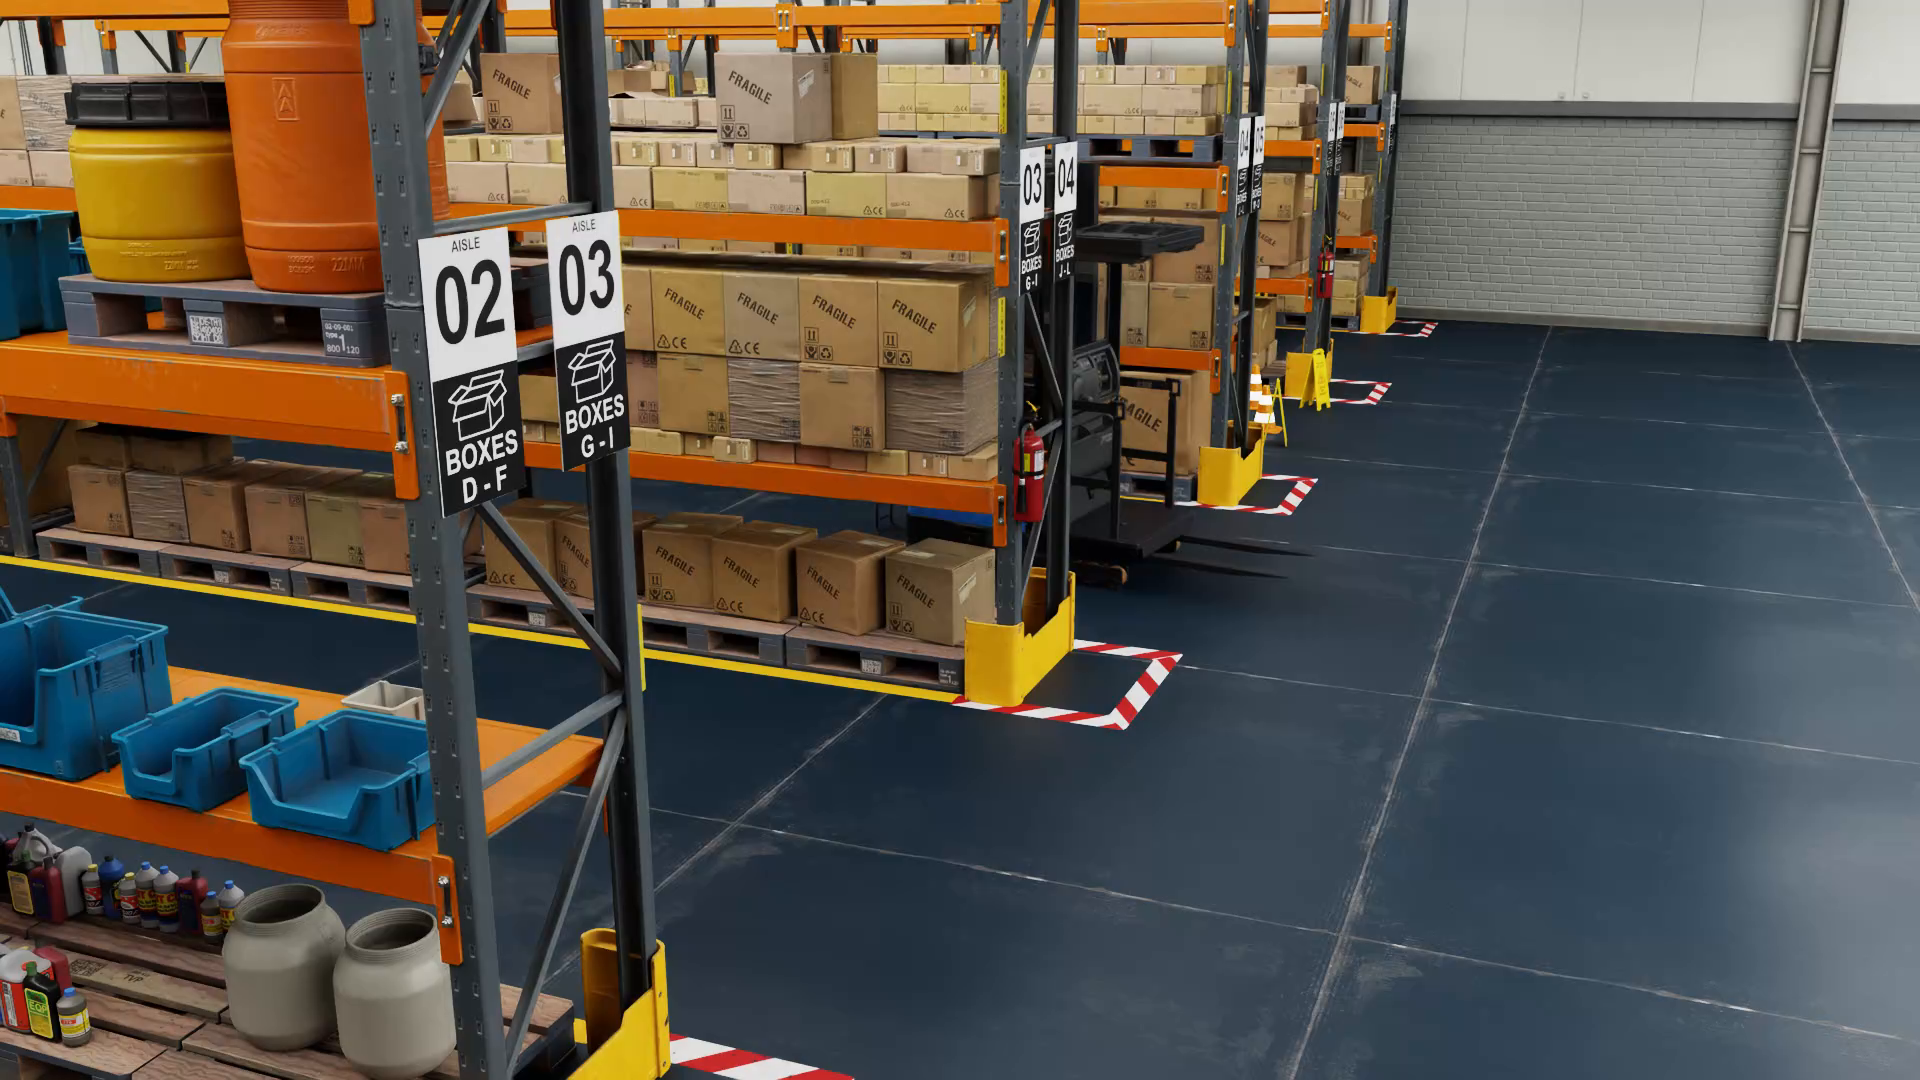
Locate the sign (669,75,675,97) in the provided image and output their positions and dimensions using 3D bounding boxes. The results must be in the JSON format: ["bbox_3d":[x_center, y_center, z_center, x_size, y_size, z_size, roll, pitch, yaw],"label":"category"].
[{"bbox_3d":[-3.564,-5.585,20.582,0.005,0.325,0.100,6,17,21],"label":"sign"}]

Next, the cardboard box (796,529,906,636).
[{"bbox_3d":[-0.690,0.265,10.609,0.500,0.500,0.500,12,20,35],"label":"cardboard box"}]

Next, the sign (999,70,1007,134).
[{"bbox_3d":[0.231,-2.337,8.874,0.005,0.325,0.100,6,17,21],"label":"sign"}]

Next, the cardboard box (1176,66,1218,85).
[{"bbox_3d":[1.929,-3.788,13.549,0.250,0.149,0.380,6,17,21],"label":"cardboard box"}]

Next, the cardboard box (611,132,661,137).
[{"bbox_3d":[-2.113,-2.548,10.743,0.250,0.149,0.380,6,17,19],"label":"cardboard box"}]

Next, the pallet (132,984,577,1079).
[{"bbox_3d":[-2.206,1.931,6.144,1.213,0.211,1.003,6,17,21],"label":"pallet"}]

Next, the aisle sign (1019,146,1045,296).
[{"bbox_3d":[0.401,-1.777,9.252,0.004,0.787,0.394,6,17,21],"label":"aisle sign"}]

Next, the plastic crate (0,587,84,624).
[{"bbox_3d":[-3.956,0.377,6.762,0.616,0.251,0.499,6,17,21],"label":"plastic crate"}]

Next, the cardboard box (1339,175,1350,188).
[{"bbox_3d":[5.256,-4.972,23.045,0.250,0.149,0.380,6,17,21],"label":"cardboard box"}]

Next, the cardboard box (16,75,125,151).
[{"bbox_3d":[-6.175,-2.992,11.644,0.500,0.500,0.500,6,17,21],"label":"cardboard box"}]

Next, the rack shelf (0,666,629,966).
[{"bbox_3d":[-3.225,0.813,6.285,4.000,0.370,1.077,6,17,21],"label":"rack shelf"}]

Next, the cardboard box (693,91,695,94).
[{"bbox_3d":[-4.173,-7.030,26.148,0.250,0.149,0.380,6,17,20],"label":"cardboard box"}]

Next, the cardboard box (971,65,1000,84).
[{"bbox_3d":[0.275,-3.970,14.175,0.250,0.149,0.380,6,17,20],"label":"cardboard box"}]

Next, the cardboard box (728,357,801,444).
[{"bbox_3d":[-1.007,-0.949,10.351,0.500,0.500,0.875,6,17,21],"label":"cardboard box"}]

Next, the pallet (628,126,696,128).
[{"bbox_3d":[-3.971,-5.403,21.364,1.003,0.211,1.213,7,18,23],"label":"pallet"}]

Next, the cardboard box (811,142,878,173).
[{"bbox_3d":[-0.656,-2.196,9.533,0.250,0.149,0.380,6,17,21],"label":"cardboard box"}]

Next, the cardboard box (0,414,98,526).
[{"bbox_3d":[-7.623,-0.688,13.223,0.875,0.875,1.225,5,17,18],"label":"cardboard box"}]

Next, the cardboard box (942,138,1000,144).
[{"bbox_3d":[0.076,-2.313,9.933,0.250,0.149,0.380,7,17,22],"label":"cardboard box"}]

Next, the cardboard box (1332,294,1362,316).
[{"bbox_3d":[5.354,-3.318,23.401,0.500,0.250,0.500,6,17,21],"label":"cardboard box"}]

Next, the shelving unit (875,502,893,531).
[{"bbox_3d":[-0.405,-0.646,13.247,0.503,1.200,0.258,9,19,29],"label":"shelving unit"}]

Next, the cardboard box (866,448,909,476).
[{"bbox_3d":[-0.371,-0.506,9.986,0.250,0.149,0.380,6,17,21],"label":"cardboard box"}]

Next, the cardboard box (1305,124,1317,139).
[{"bbox_3d":[3.900,-4.621,18.781,0.250,0.149,0.380,6,17,21],"label":"cardboard box"}]

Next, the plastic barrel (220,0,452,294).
[{"bbox_3d":[-1.863,-1.193,5.001,0.708,0.830,0.600,6,17,21],"label":"plastic barrel"}]

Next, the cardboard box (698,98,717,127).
[{"bbox_3d":[-2.070,-3.947,15.346,0.500,0.250,0.500,6,17,21],"label":"cardboard box"}]

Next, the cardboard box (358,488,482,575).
[{"bbox_3d":[-3.831,-0.101,11.837,0.500,0.500,0.700,5,17,16],"label":"cardboard box"}]

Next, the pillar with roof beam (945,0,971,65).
[{"bbox_3d":[-1.571,-7.154,21.676,0.400,9.000,9.100,6,17,21],"label":"pillar with roof beam"}]

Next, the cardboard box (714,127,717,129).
[{"bbox_3d":[-2.884,-5.275,20.824,0.258,0.266,0.396,6,17,21],"label":"cardboard box"}]

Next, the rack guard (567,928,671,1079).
[{"bbox_3d":[-1.452,1.877,5.813,0.348,0.500,1.175,6,17,21],"label":"rack guard"}]

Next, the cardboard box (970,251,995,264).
[{"bbox_3d":[0.479,-2.673,14.794,0.500,0.550,0.875,6,17,21],"label":"cardboard box"}]

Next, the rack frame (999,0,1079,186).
[{"bbox_3d":[0.453,-3.494,9.068,0.127,3.000,1.000,6,17,21],"label":"rack frame"}]

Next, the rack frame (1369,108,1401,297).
[{"bbox_3d":[5.907,-4.471,23.193,0.127,3.000,1.000,6,17,21],"label":"rack frame"}]

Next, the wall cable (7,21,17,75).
[{"bbox_3d":[-15.911,-8.404,25.983,0.029,3.000,2.355,6,17,21],"label":"wall cable"}]

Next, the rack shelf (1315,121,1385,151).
[{"bbox_3d":[4.047,-5.770,23.580,4.000,0.370,1.077,6,17,21],"label":"rack shelf"}]

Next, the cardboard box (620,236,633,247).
[{"bbox_3d":[-3.236,-3.031,16.263,0.500,0.500,0.700,6,17,20],"label":"cardboard box"}]

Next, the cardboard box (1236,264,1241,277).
[{"bbox_3d":[3.156,-3.074,18.833,0.250,0.149,0.380,6,17,20],"label":"cardboard box"}]

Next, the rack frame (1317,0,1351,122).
[{"bbox_3d":[4.089,-6.064,17.921,0.127,3.000,1.000,6,17,21],"label":"rack frame"}]

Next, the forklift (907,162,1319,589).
[{"bbox_3d":[1.124,-1.226,12.141,3.031,2.935,1.130,9,19,29],"label":"forklift"}]

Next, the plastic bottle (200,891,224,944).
[{"bbox_3d":[-3.033,1.527,6.762,0.097,0.201,0.097,0,16,0],"label":"plastic bottle"}]

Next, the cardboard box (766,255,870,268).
[{"bbox_3d":[-0.887,-1.515,10.504,0.500,0.500,0.500,6,17,21],"label":"cardboard box"}]

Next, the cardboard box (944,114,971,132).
[{"bbox_3d":[0.046,-3.612,14.375,0.250,0.149,0.380,6,17,21],"label":"cardboard box"}]

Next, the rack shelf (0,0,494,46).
[{"bbox_3d":[-5.128,-3.570,11.338,4.000,0.370,1.077,6,17,21],"label":"rack shelf"}]

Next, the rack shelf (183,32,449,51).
[{"bbox_3d":[-8.934,-6.959,23.010,4.000,0.370,1.077,6,17,21],"label":"rack shelf"}]

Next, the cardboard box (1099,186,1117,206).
[{"bbox_3d":[1.622,-4.046,19.223,0.500,0.500,0.700,6,17,19],"label":"cardboard box"}]

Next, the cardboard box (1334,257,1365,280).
[{"bbox_3d":[5.364,-3.798,23.262,0.500,0.250,0.500,7,18,22],"label":"cardboard box"}]

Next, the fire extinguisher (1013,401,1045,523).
[{"bbox_3d":[0.391,-0.444,9.463,0.183,0.674,0.296,6,17,21],"label":"fire extinguisher"}]

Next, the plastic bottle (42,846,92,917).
[{"bbox_3d":[-3.752,1.421,6.996,0.135,0.276,0.152,7,17,22],"label":"plastic bottle"}]

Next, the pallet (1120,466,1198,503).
[{"bbox_3d":[1.595,-0.611,14.901,1.213,0.211,1.003,6,17,21],"label":"pallet"}]

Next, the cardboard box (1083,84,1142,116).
[{"bbox_3d":[1.344,-3.679,13.888,0.500,0.250,0.500,6,17,21],"label":"cardboard box"}]

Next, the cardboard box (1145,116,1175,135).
[{"bbox_3d":[1.699,-3.431,13.748,0.250,0.149,0.380,6,17,21],"label":"cardboard box"}]

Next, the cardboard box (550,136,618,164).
[{"bbox_3d":[-2.317,-2.412,10.276,0.250,0.149,0.380,7,18,22],"label":"cardboard box"}]

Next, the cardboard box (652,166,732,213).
[{"bbox_3d":[-1.497,-2.120,9.984,0.500,0.250,0.500,6,17,20],"label":"cardboard box"}]

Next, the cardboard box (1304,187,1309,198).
[{"bbox_3d":[4.788,-4.882,23.268,0.250,0.149,0.380,6,17,20],"label":"cardboard box"}]

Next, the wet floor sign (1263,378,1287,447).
[{"bbox_3d":[3.121,-1.269,16.387,0.232,0.644,0.267,3,17,11],"label":"wet floor sign"}]

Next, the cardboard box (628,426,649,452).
[{"bbox_3d":[-2.006,-0.680,10.586,0.250,0.149,0.380,6,17,21],"label":"cardboard box"}]

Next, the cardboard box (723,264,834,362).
[{"bbox_3d":[-1.080,-1.378,10.032,0.500,0.500,0.500,6,17,21],"label":"cardboard box"}]
